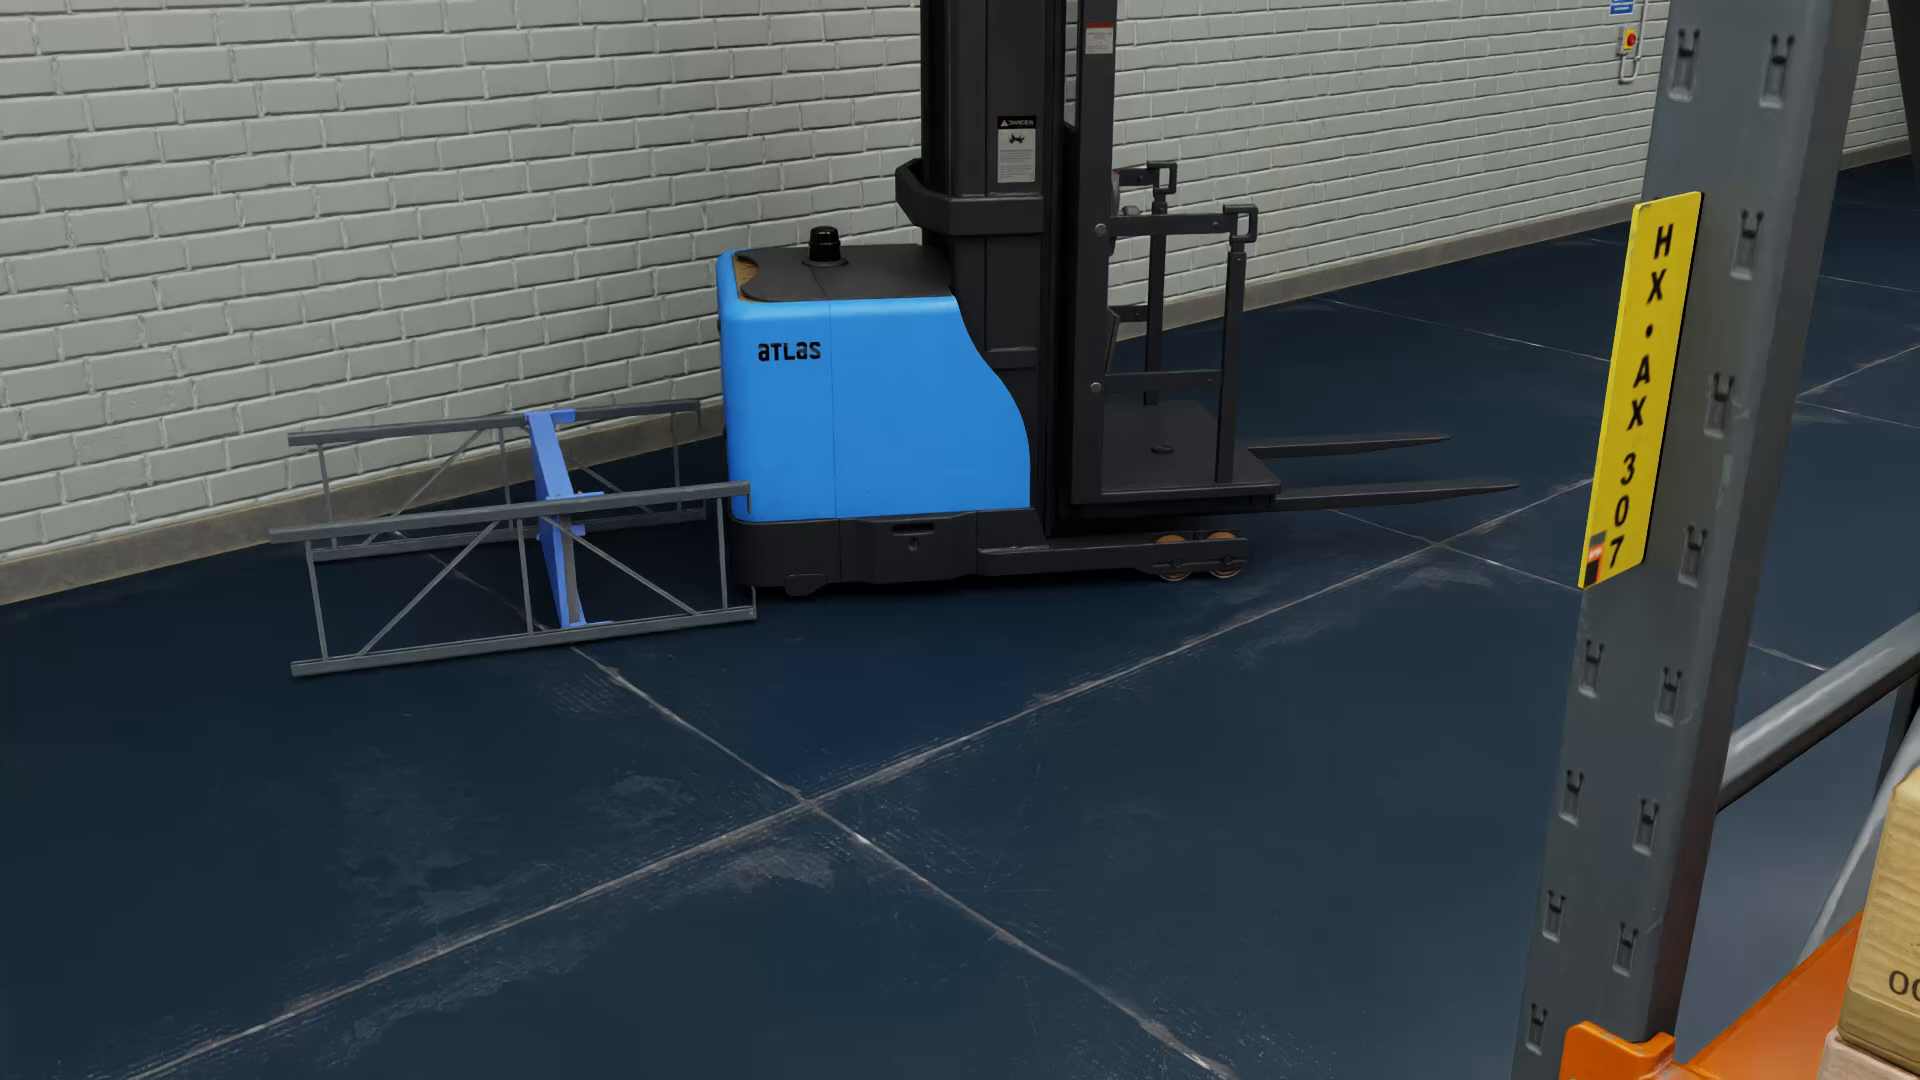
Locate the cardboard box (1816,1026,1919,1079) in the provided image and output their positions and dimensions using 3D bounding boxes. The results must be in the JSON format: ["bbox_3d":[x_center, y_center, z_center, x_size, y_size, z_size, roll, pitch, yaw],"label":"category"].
[{"bbox_3d":[0.971,0.482,1.484,0.380,0.149,0.250,-17,27,-37],"label":"cardboard box"}]

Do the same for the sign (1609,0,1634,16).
[{"bbox_3d":[4.722,-3.854,11.840,0.327,0.218,0.001,-17,27,-37],"label":"sign"}]

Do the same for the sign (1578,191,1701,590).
[{"bbox_3d":[0.564,-0.121,1.384,0.100,0.325,0.005,-17,27,-37],"label":"sign"}]

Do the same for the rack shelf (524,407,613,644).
[{"bbox_3d":[-1.403,-0.078,5.945,0.185,0.538,1.000,-7,22,-16],"label":"rack shelf"}]

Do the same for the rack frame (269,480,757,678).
[{"bbox_3d":[-1.420,0.119,5.443,1.500,0.500,0.032,-7,22,-16],"label":"rack frame"}]

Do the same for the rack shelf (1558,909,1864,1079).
[{"bbox_3d":[2.294,1.076,0.610,1.077,0.370,4.000,-17,27,-37],"label":"rack shelf"}]

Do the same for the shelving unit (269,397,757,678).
[{"bbox_3d":[-1.575,-0.058,5.894,1.500,0.538,1.048,-7,22,-16],"label":"shelving unit"}]

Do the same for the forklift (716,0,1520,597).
[{"bbox_3d":[0.615,-1.401,6.042,3.031,2.935,1.130,-3,22,-9],"label":"forklift"}]

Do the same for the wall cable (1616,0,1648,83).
[{"bbox_3d":[4.798,-4.210,11.685,0.585,1.953,0.123,-17,27,-37],"label":"wall cable"}]

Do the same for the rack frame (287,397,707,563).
[{"bbox_3d":[-1.729,-0.235,6.345,1.500,0.500,0.032,-7,22,-16],"label":"rack frame"}]

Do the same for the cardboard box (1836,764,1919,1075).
[{"bbox_3d":[1.098,0.317,1.360,0.500,0.250,0.500,-18,28,-39],"label":"cardboard box"}]
